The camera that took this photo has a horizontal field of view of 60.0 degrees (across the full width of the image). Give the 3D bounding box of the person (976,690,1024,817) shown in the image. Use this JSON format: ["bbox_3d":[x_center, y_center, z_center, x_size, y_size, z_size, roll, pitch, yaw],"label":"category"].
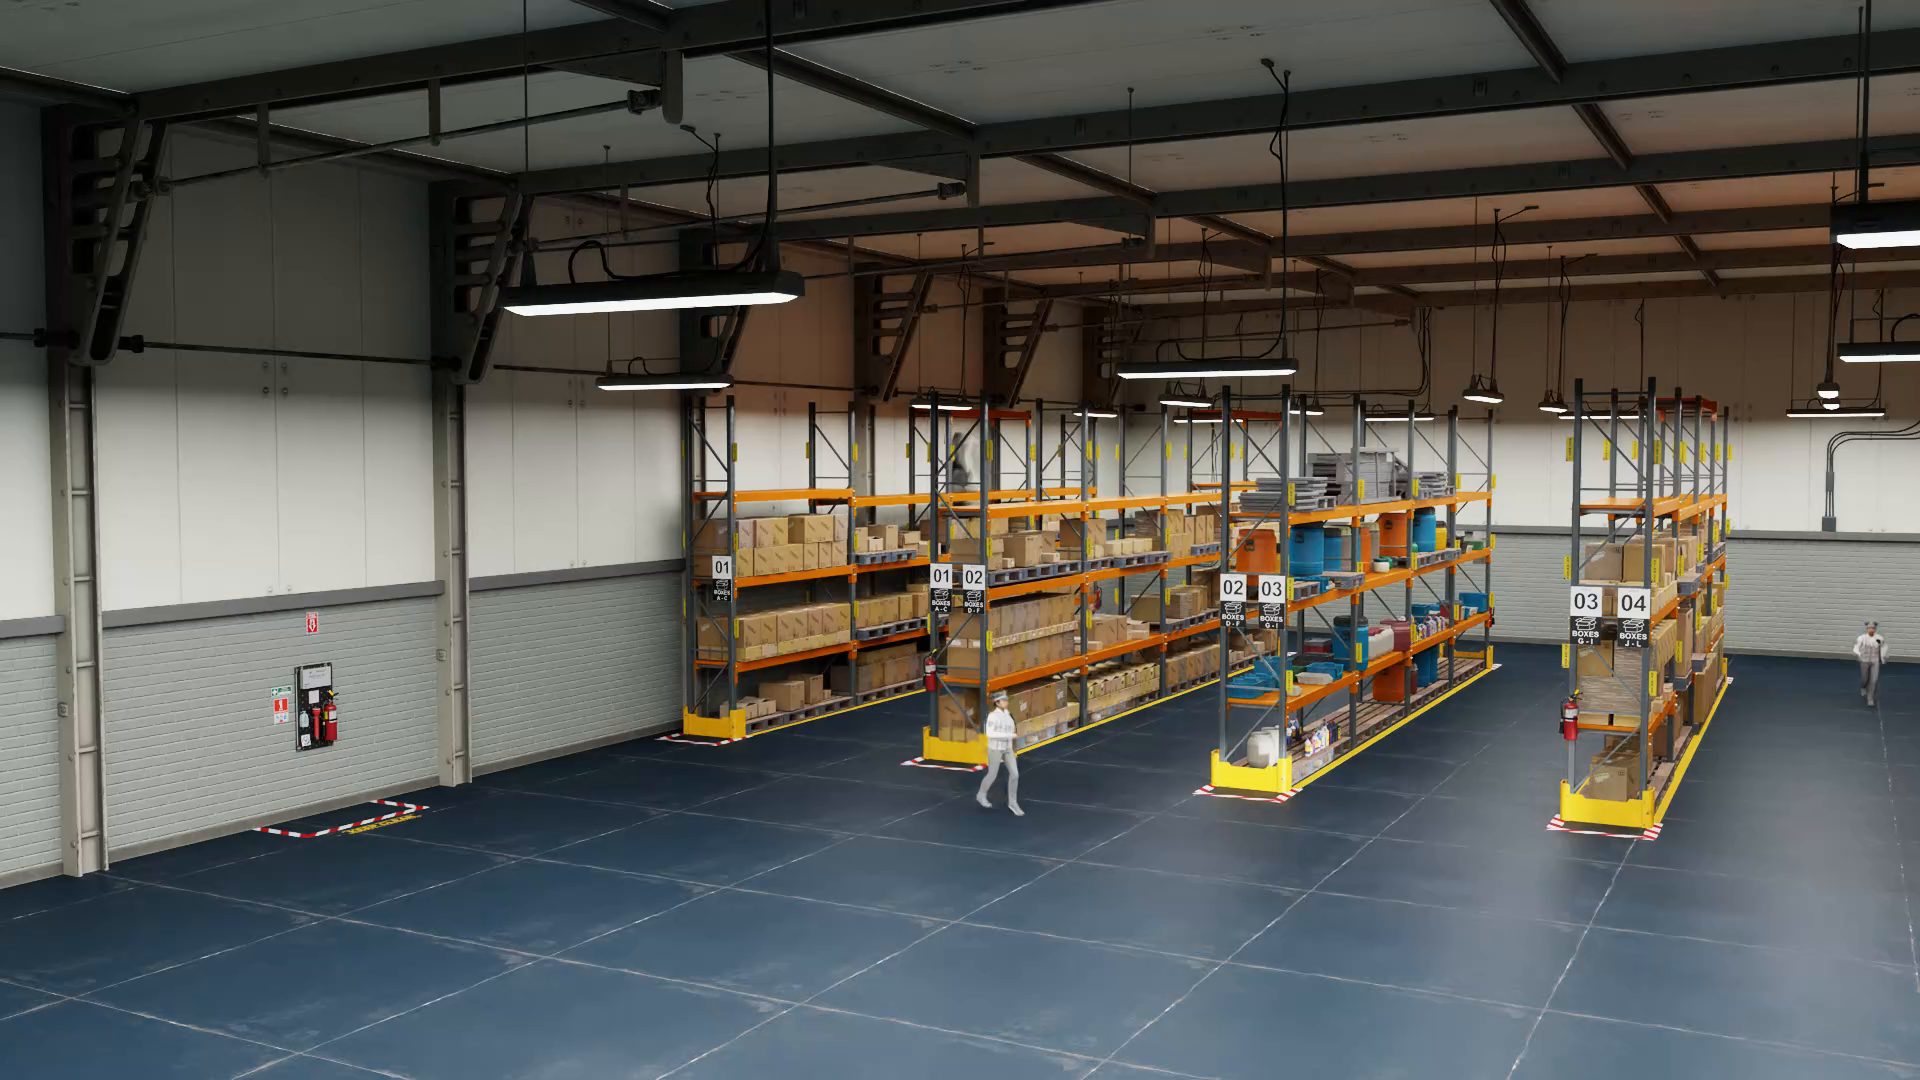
[{"bbox_3d":[0.528,2.936,23.054,0.599,1.743,0.779,-3,4,-44],"label":"person"}]

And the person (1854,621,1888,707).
[{"bbox_3d":[18.114,2.429,33.086,0.606,1.672,0.840,1,3,24],"label":"person"}]

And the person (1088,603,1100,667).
[{"bbox_3d":[2.993,2.224,37.620,0.595,1.601,0.536,1,3,20],"label":"person"}]
